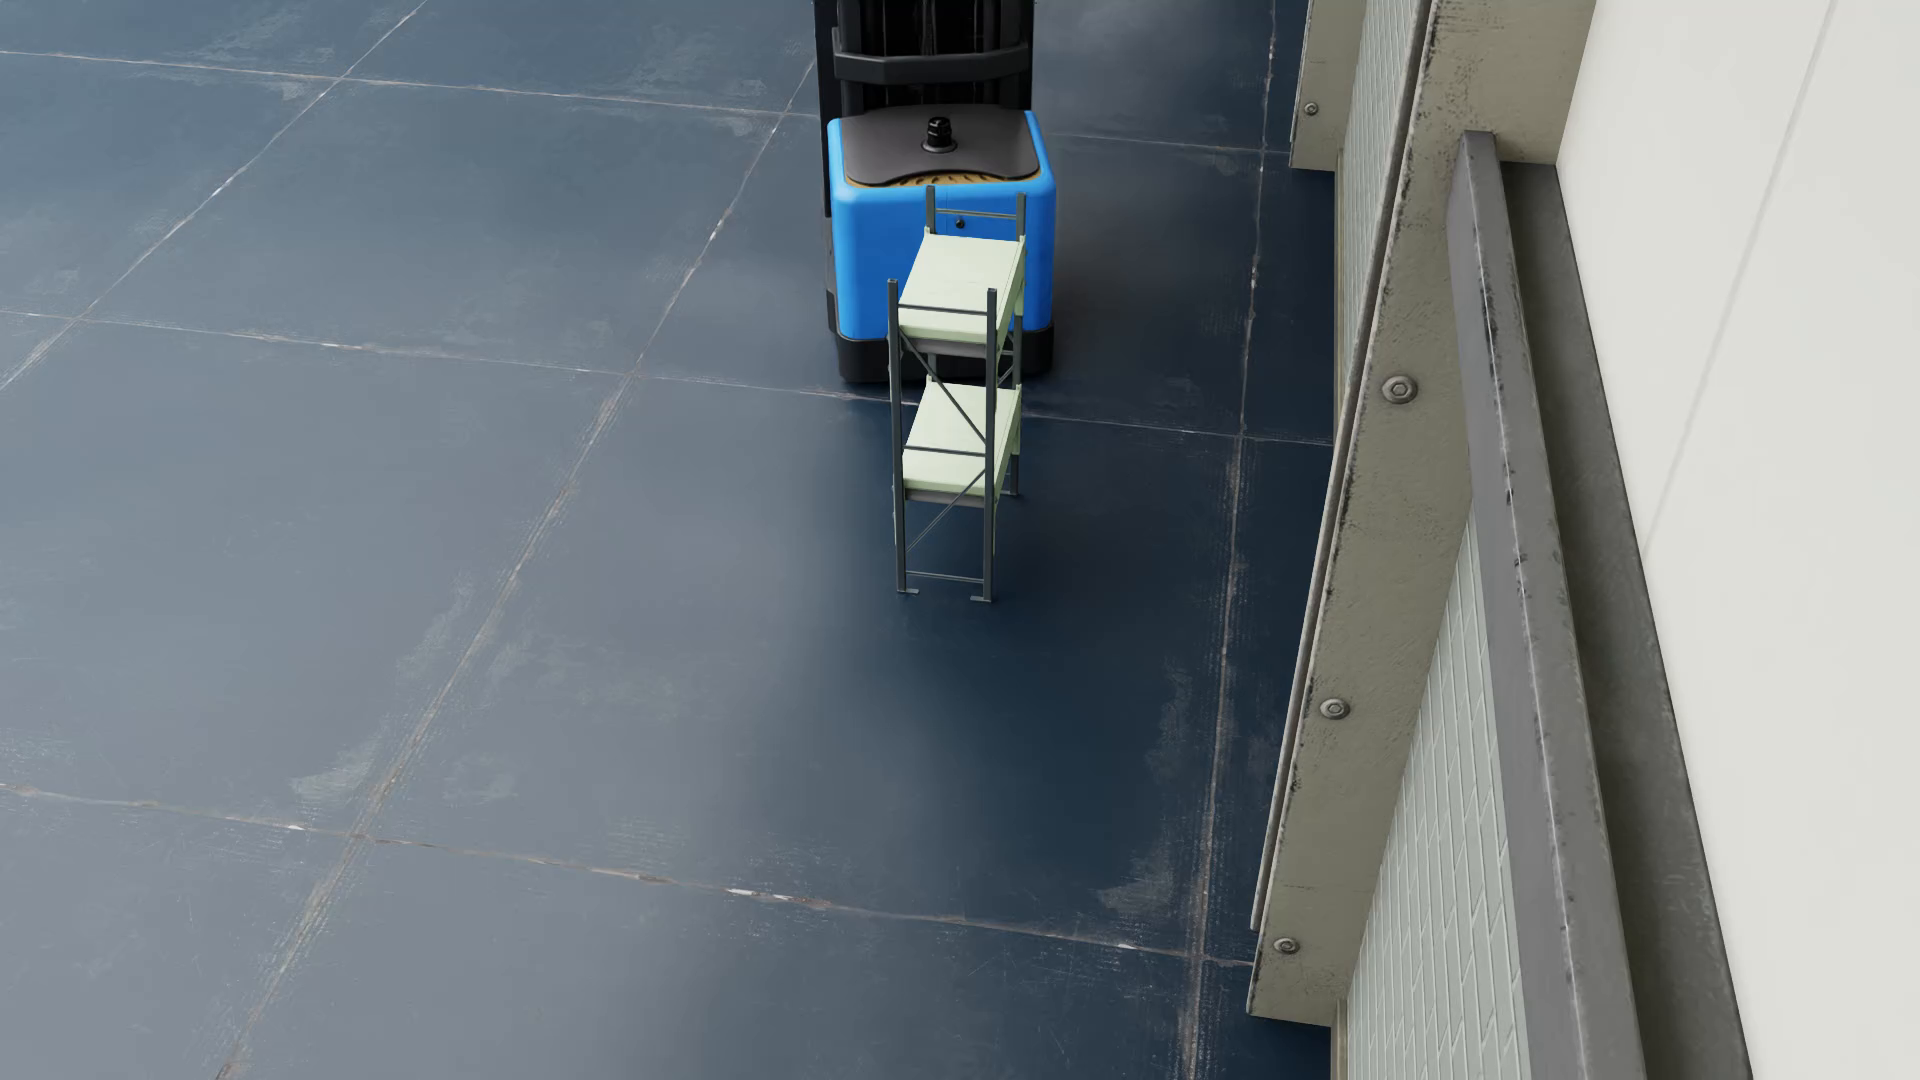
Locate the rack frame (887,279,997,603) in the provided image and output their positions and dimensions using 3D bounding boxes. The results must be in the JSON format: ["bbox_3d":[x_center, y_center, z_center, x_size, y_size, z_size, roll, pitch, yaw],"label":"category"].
[{"bbox_3d":[-0.064,-0.344,6.489,0.400,1.500,0.023,6,40,8],"label":"rack frame"}]

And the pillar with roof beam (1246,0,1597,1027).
[{"bbox_3d":[-3.125,-2.513,3.227,9.100,9.000,0.400,6,40,8],"label":"pillar with roof beam"}]

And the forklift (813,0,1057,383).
[{"bbox_3d":[-0.202,-2.822,8.363,1.130,2.935,3.031,-4,40,-4],"label":"forklift"}]

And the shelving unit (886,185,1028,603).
[{"bbox_3d":[-0.001,-0.574,6.767,0.431,1.500,0.755,6,40,8],"label":"shelving unit"}]

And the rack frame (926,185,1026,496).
[{"bbox_3d":[0.062,-0.804,7.045,0.400,1.500,0.023,6,40,8],"label":"rack frame"}]

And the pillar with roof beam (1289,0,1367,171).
[{"bbox_3d":[-2.087,-6.279,7.782,9.100,9.000,0.400,6,40,8],"label":"pillar with roof beam"}]

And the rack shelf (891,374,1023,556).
[{"bbox_3d":[-0.001,-0.323,6.975,0.431,0.370,0.720,6,40,8],"label":"rack shelf"}]

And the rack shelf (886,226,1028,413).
[{"bbox_3d":[-0.001,-0.875,6.518,0.431,0.370,0.720,6,40,8],"label":"rack shelf"}]
